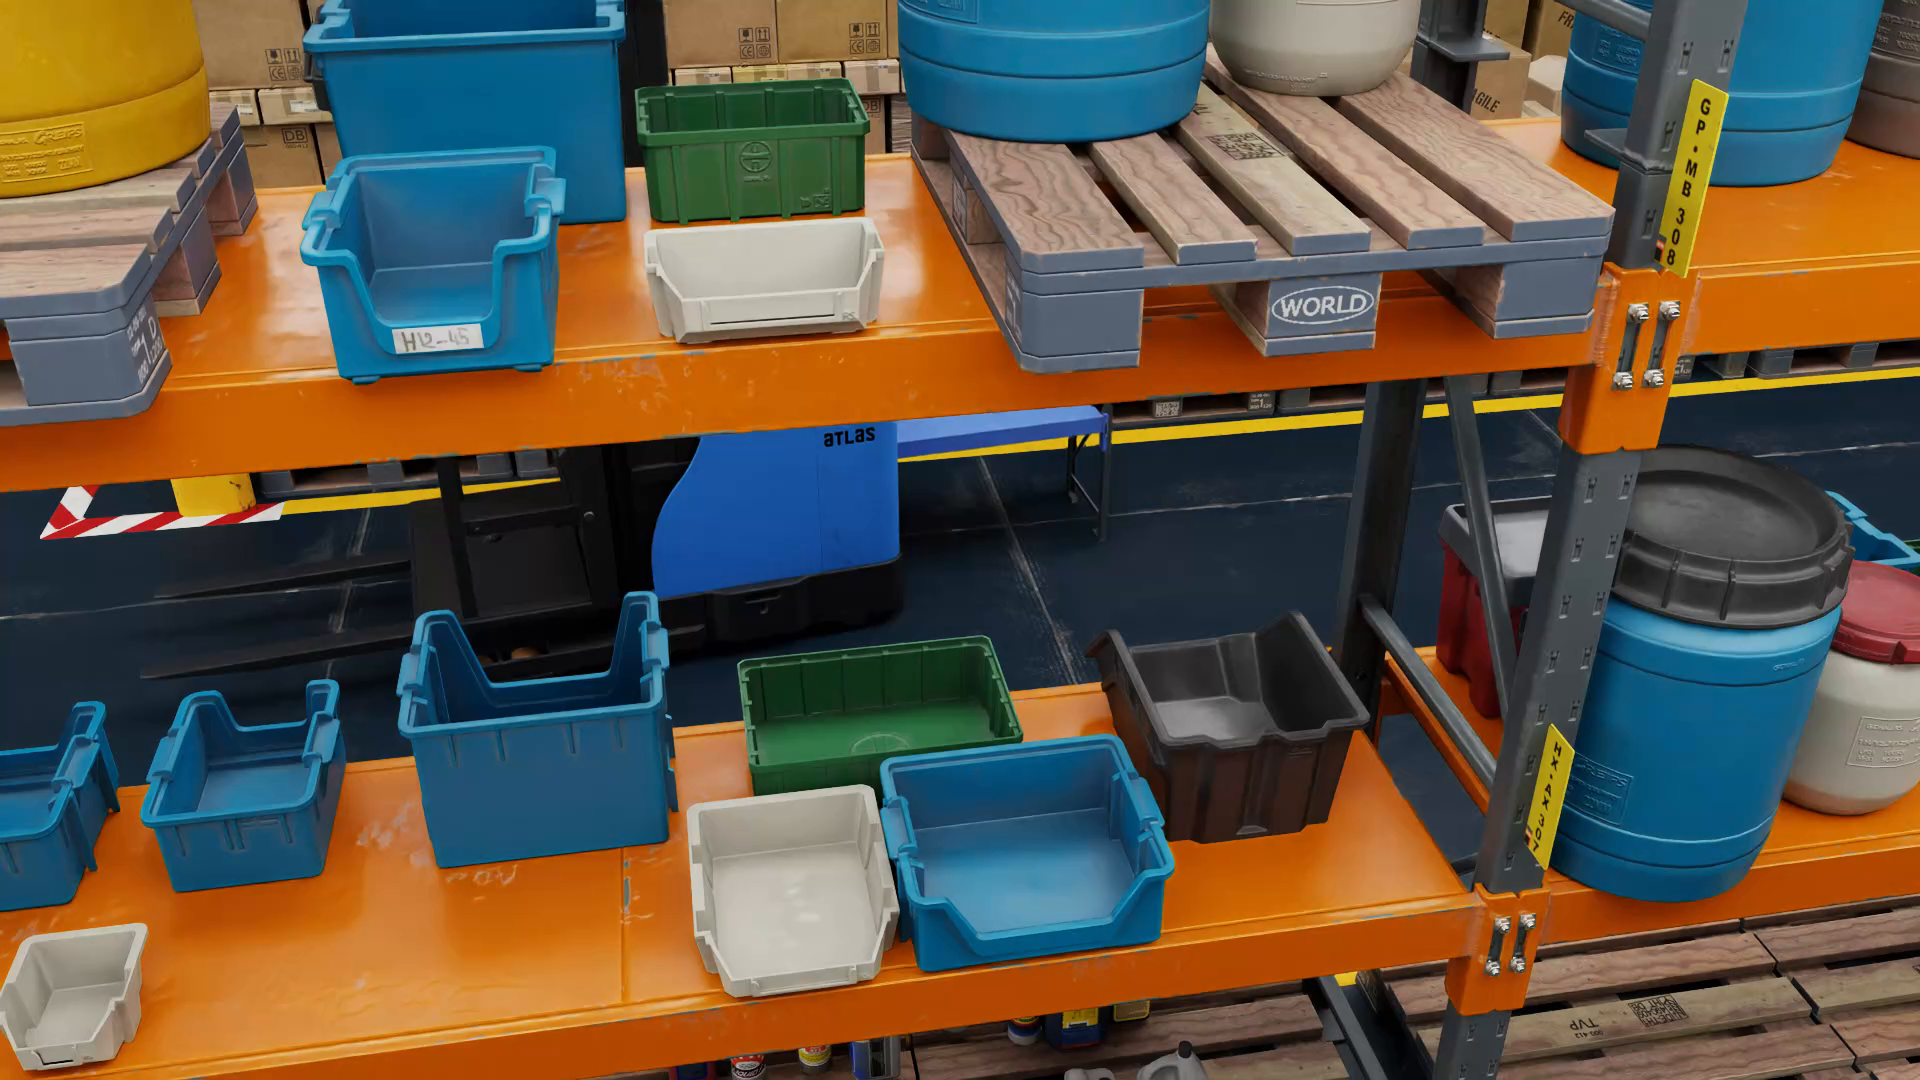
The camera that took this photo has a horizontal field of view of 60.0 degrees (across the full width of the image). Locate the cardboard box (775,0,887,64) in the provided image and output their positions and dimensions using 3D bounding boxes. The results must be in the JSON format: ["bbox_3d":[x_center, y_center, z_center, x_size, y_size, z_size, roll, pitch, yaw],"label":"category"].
[{"bbox_3d":[-0.644,-2.584,7.806,0.500,0.500,0.700,-5,31,-9],"label":"cardboard box"}]

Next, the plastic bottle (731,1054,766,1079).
[{"bbox_3d":[-0.600,1.432,4.682,0.097,0.201,0.097,0,30,0],"label":"plastic bottle"}]

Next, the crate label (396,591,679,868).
[{"bbox_3d":[-0.996,0.445,3.999,0.616,0.435,0.502,-5,31,-9],"label":"crate label"}]

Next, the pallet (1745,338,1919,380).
[{"bbox_3d":[4.964,-1.284,9.726,1.213,0.211,1.003,-5,31,-9],"label":"pallet"}]

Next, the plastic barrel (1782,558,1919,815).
[{"bbox_3d":[2.157,0.362,4.042,0.433,0.535,0.433,0,30,0],"label":"plastic barrel"}]

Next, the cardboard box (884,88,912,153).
[{"bbox_3d":[-0.147,-2.071,8.215,0.500,0.500,0.700,-6,31,-10],"label":"cardboard box"}]

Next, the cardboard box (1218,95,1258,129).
[{"bbox_3d":[1.565,-2.225,8.476,0.500,0.500,0.500,-3,31,-5],"label":"cardboard box"}]

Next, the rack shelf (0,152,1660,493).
[{"bbox_3d":[-0.791,-0.402,3.225,4.000,0.370,1.077,-5,31,-9],"label":"rack shelf"}]

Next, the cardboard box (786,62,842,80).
[{"bbox_3d":[-0.700,-2.192,7.780,0.250,0.149,0.380,-5,31,-9],"label":"cardboard box"}]

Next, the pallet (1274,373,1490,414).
[{"bbox_3d":[2.208,-1.070,9.361,1.213,0.211,1.003,-5,31,-9],"label":"pallet"}]

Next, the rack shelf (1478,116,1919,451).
[{"bbox_3d":[3.144,-0.767,3.846,4.000,0.370,1.077,-5,31,-9],"label":"rack shelf"}]

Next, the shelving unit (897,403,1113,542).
[{"bbox_3d":[0.111,-0.693,7.449,1.048,1.500,0.538,-8,31,-13],"label":"shelving unit"}]

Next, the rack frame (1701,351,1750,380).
[{"bbox_3d":[4.223,-2.437,8.935,0.127,3.000,1.000,-5,31,-9],"label":"rack frame"}]

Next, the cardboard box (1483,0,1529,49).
[{"bbox_3d":[4.074,-4.163,13.576,0.750,0.750,0.750,-6,31,-10],"label":"cardboard box"}]

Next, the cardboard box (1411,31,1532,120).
[{"bbox_3d":[2.575,-2.319,8.636,0.500,0.500,0.500,-7,31,-12],"label":"cardboard box"}]

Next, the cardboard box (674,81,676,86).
[{"bbox_3d":[-1.159,-1.976,8.053,0.500,0.500,0.700,-5,31,-8],"label":"cardboard box"}]

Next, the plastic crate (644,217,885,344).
[{"bbox_3d":[-0.329,-0.433,2.828,0.396,0.136,0.243,-5,31,-9],"label":"plastic crate"}]

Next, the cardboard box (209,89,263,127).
[{"bbox_3d":[-3.222,-1.958,7.382,0.250,0.149,0.380,-6,31,-9],"label":"cardboard box"}]

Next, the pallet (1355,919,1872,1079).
[{"bbox_3d":[1.942,1.509,4.975,1.213,0.211,1.003,-5,31,-9],"label":"pallet"}]

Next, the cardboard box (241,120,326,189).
[{"bbox_3d":[-3.185,-1.786,7.729,0.500,0.500,0.700,-5,31,-9],"label":"cardboard box"}]

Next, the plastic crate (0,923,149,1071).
[{"bbox_3d":[-1.820,0.956,3.426,0.250,0.136,0.298,-5,31,-9],"label":"plastic crate"}]

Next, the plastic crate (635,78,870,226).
[{"bbox_3d":[-0.424,-0.795,3.393,0.450,0.188,0.336,-5,31,-9],"label":"plastic crate"}]

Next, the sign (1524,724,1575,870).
[{"bbox_3d":[1.265,0.554,3.575,0.005,0.325,0.100,-5,31,-9],"label":"sign"}]

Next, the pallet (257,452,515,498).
[{"bbox_3d":[-2.902,-0.595,8.554,1.213,0.211,1.003,-5,31,-9],"label":"pallet"}]

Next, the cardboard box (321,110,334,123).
[{"bbox_3d":[-2.717,-2.005,7.463,0.250,0.149,0.380,-5,31,-9],"label":"cardboard box"}]

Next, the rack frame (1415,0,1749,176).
[{"bbox_3d":[1.177,-2.188,2.593,0.127,3.000,1.000,-5,31,-9],"label":"rack frame"}]

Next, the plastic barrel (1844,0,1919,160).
[{"bbox_3d":[2.281,-1.325,3.591,0.600,0.901,0.600,0,30,0],"label":"plastic barrel"}]

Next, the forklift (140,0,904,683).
[{"bbox_3d":[-1.818,-0.933,6.445,3.031,2.935,1.130,-9,32,-15],"label":"forklift"}]

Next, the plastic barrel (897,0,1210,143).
[{"bbox_3d":[0.178,-1.255,3.056,0.708,0.901,0.600,-5,31,-9],"label":"plastic barrel"}]

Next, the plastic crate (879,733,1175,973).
[{"bbox_3d":[0.137,0.699,3.749,0.616,0.251,0.499,-5,31,-9],"label":"plastic crate"}]

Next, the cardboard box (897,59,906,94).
[{"bbox_3d":[-0.184,-2.241,7.864,0.250,0.149,0.380,-6,31,-10],"label":"cardboard box"}]

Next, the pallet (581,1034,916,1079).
[{"bbox_3d":[-0.694,1.754,4.559,1.213,0.211,1.003,-5,31,-9],"label":"pallet"}]

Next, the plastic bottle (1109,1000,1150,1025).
[{"bbox_3d":[0.491,1.286,4.849,0.133,0.283,0.061,-5,31,-9],"label":"plastic bottle"}]

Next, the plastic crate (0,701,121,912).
[{"bbox_3d":[-2.319,0.633,3.862,0.616,0.251,0.499,-5,31,-9],"label":"plastic crate"}]

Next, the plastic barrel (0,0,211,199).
[{"bbox_3d":[-1.659,-0.959,2.863,0.600,0.588,0.600,0,30,0],"label":"plastic barrel"}]

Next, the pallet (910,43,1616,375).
[{"bbox_3d":[0.485,-0.699,3.206,1.003,0.211,1.213,-5,31,-9],"label":"pallet"}]

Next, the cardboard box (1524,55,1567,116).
[{"bbox_3d":[3.308,-2.414,8.983,0.500,0.311,0.500,-6,31,-10],"label":"cardboard box"}]

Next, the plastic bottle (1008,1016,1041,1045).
[{"bbox_3d":[0.187,1.325,4.795,0.097,0.271,0.097,0,30,0],"label":"plastic bottle"}]

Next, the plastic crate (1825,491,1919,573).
[{"bbox_3d":[2.206,0.149,4.553,0.575,0.384,0.392,-5,31,-9],"label":"plastic crate"}]

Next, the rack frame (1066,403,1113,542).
[{"bbox_3d":[0.600,-0.762,7.567,0.032,1.500,0.500,-8,31,-13],"label":"rack frame"}]

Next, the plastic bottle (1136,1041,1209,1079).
[{"bbox_3d":[0.569,1.481,4.451,0.185,0.351,0.144,-5,31,-9],"label":"plastic bottle"}]

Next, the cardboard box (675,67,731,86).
[{"bbox_3d":[-1.190,-2.148,7.705,0.250,0.149,0.380,-4,31,-7],"label":"cardboard box"}]

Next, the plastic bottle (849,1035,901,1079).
[{"bbox_3d":[-0.244,1.377,4.702,0.135,0.276,0.152,-5,31,-9],"label":"plastic bottle"}]

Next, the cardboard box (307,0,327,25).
[{"bbox_3d":[-2.616,-2.401,7.495,0.500,0.500,0.700,-6,31,-10],"label":"cardboard box"}]
